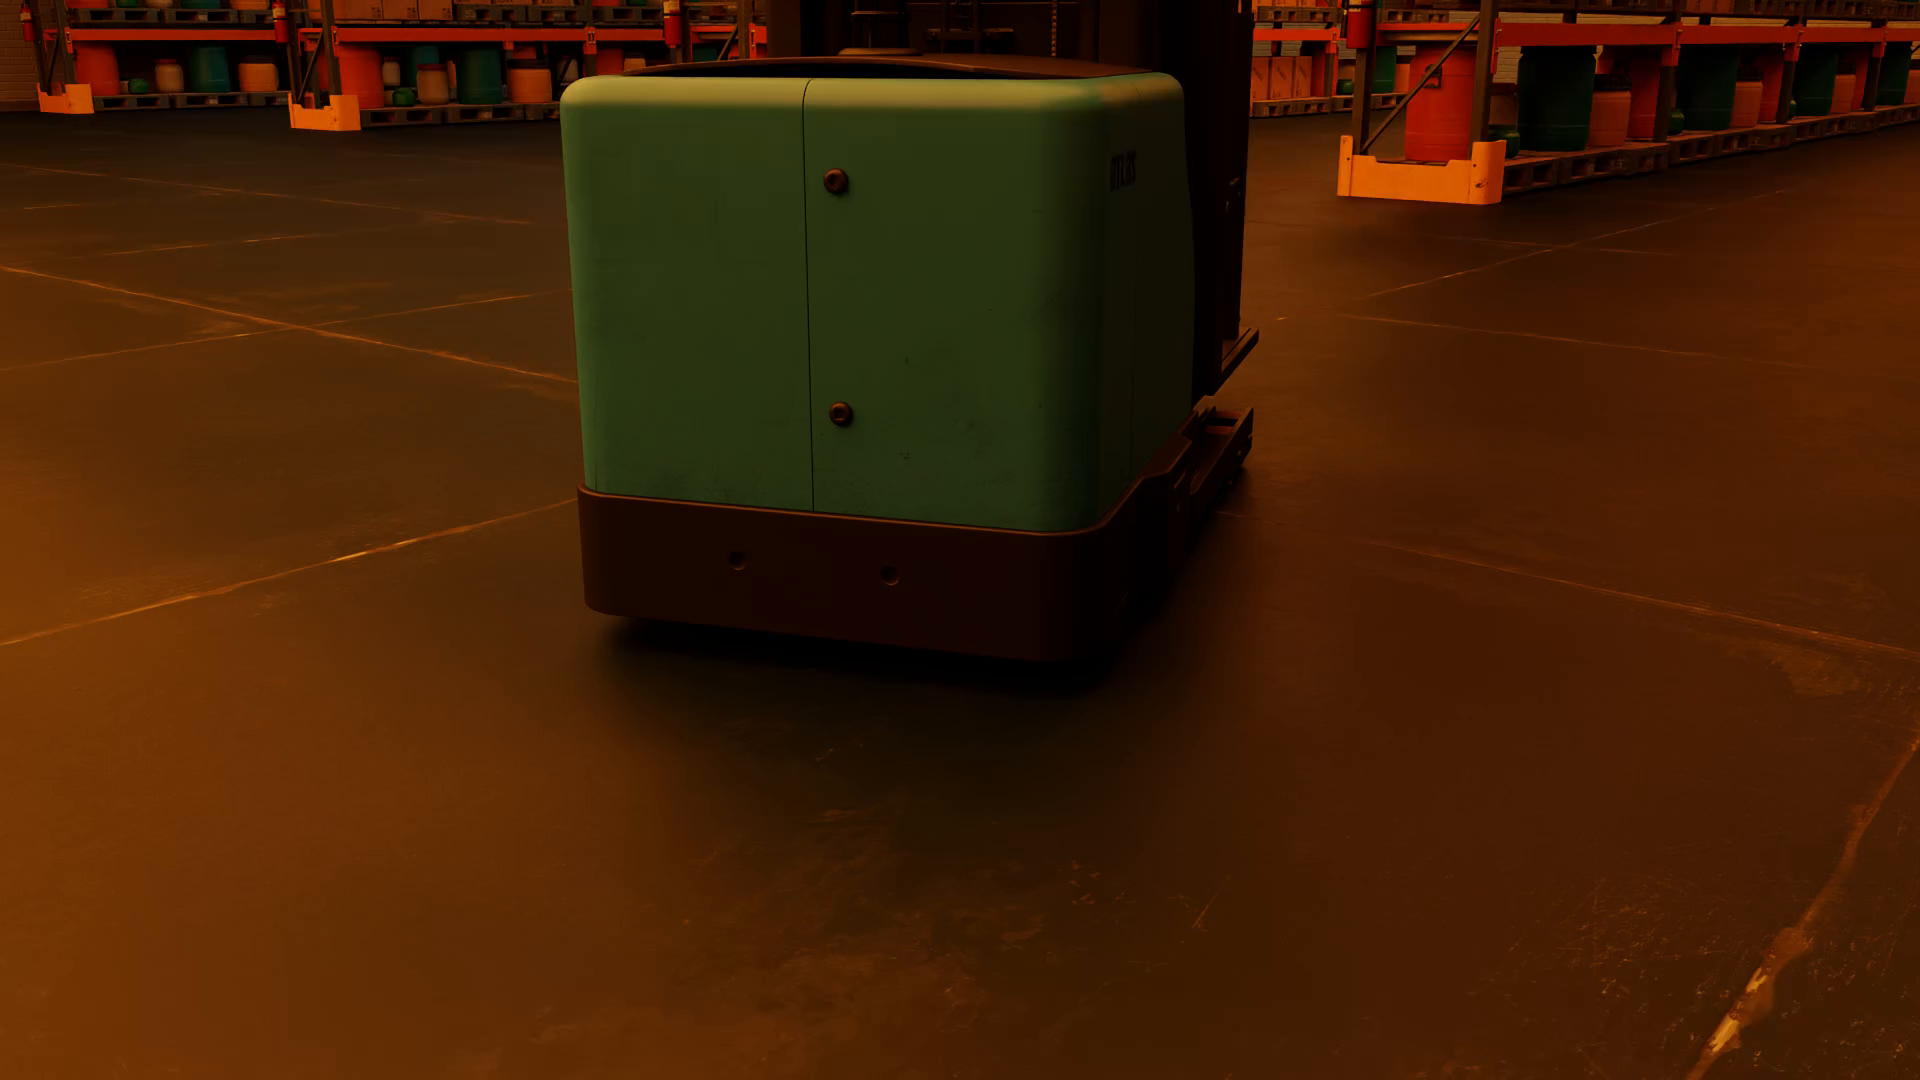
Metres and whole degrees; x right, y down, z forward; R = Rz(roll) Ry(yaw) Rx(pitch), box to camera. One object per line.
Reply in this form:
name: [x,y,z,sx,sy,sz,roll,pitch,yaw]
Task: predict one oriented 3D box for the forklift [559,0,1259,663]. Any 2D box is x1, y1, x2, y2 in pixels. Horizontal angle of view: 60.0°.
forklift: [0.182,-1.571,4.072,1.130,2.935,3.031,5,18,17]
